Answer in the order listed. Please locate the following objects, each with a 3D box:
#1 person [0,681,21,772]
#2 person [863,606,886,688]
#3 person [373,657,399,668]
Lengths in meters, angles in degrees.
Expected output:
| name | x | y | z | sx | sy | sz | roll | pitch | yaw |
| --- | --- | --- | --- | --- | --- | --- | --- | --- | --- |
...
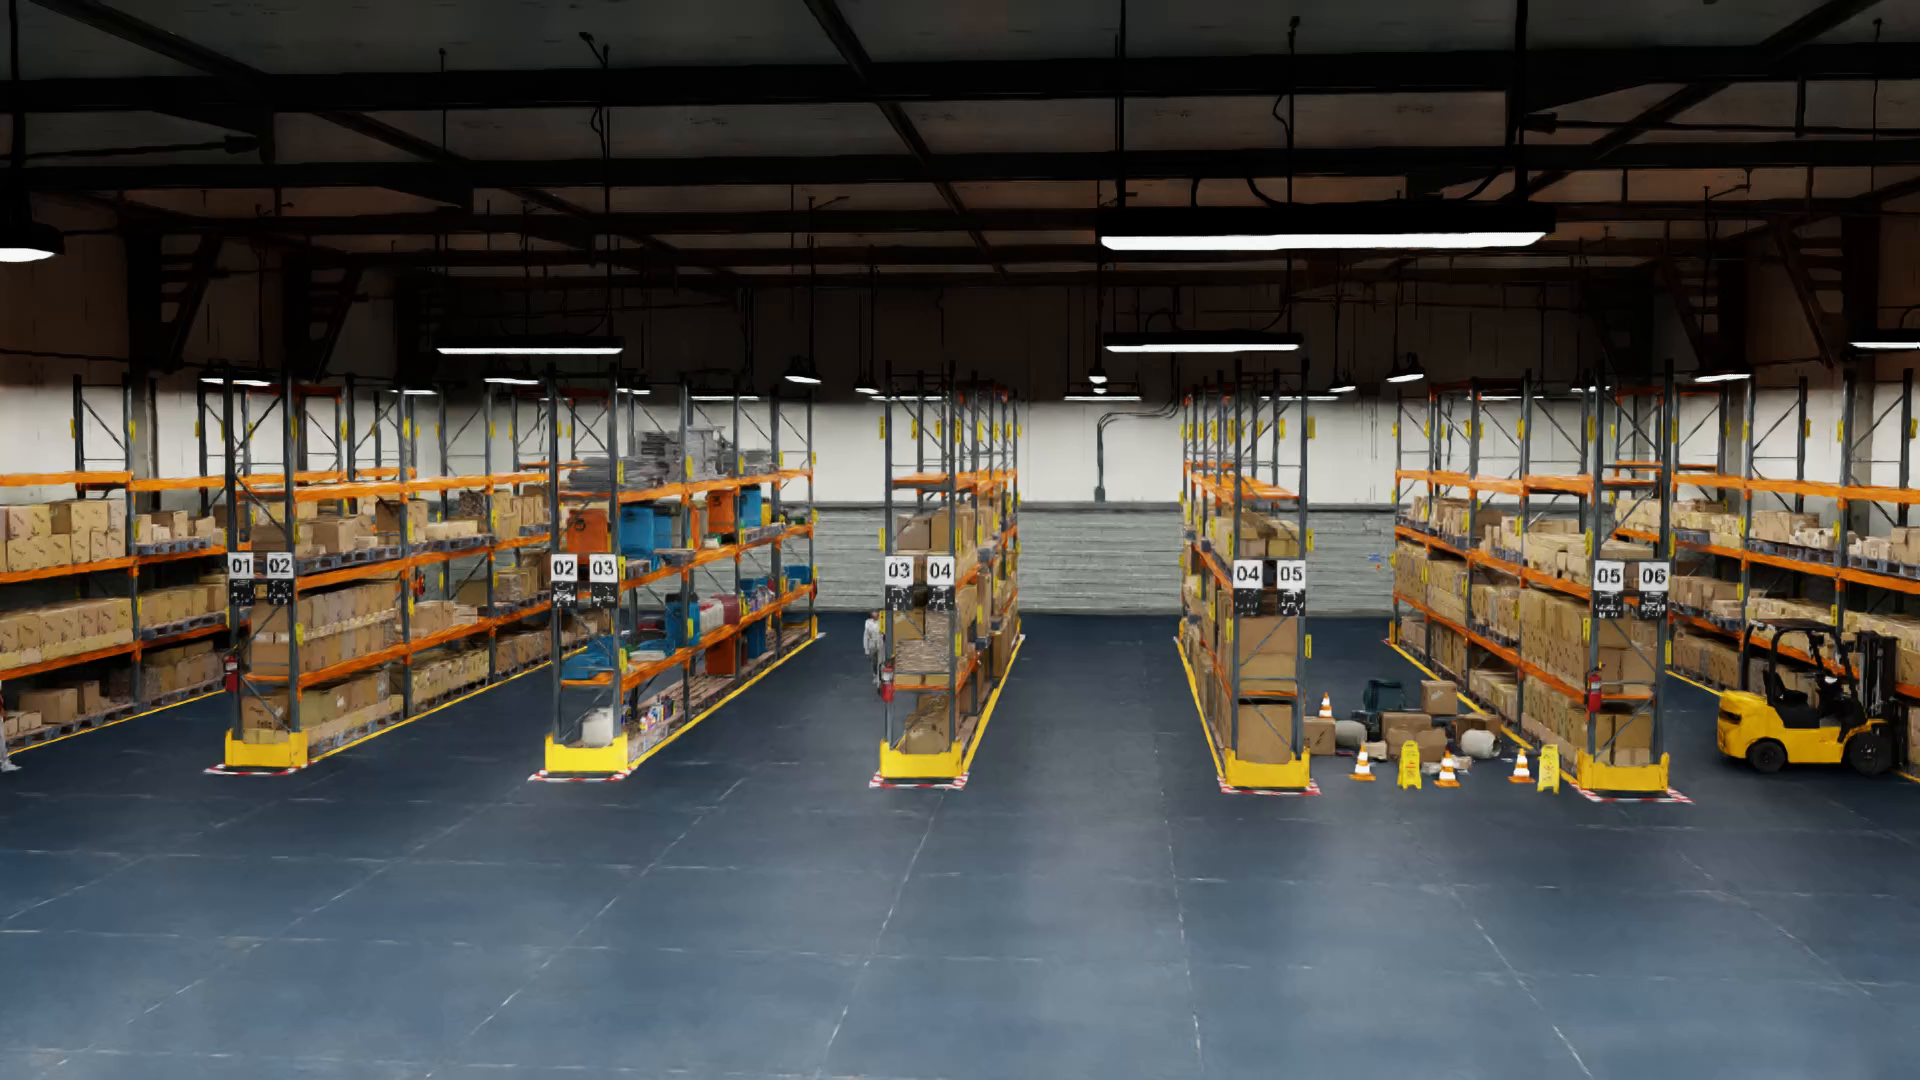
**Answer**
| name | x | y | z | sx | sy | sz | roll | pitch | yaw |
| --- | --- | --- | --- | --- | --- | --- | --- | --- | --- |
| person | -14.163 | 2.519 | 24.188 | 0.533 | 1.759 | 0.731 | 3 | 5 | 41 |
| person | -1.640 | 2.058 | 32.406 | 0.495 | 1.589 | 1.086 | 0 | 4 | 7 |
| person | -11.542 | 1.983 | 33.327 | 0.482 | 1.621 | 0.989 | 1 | 4 | 14 |
